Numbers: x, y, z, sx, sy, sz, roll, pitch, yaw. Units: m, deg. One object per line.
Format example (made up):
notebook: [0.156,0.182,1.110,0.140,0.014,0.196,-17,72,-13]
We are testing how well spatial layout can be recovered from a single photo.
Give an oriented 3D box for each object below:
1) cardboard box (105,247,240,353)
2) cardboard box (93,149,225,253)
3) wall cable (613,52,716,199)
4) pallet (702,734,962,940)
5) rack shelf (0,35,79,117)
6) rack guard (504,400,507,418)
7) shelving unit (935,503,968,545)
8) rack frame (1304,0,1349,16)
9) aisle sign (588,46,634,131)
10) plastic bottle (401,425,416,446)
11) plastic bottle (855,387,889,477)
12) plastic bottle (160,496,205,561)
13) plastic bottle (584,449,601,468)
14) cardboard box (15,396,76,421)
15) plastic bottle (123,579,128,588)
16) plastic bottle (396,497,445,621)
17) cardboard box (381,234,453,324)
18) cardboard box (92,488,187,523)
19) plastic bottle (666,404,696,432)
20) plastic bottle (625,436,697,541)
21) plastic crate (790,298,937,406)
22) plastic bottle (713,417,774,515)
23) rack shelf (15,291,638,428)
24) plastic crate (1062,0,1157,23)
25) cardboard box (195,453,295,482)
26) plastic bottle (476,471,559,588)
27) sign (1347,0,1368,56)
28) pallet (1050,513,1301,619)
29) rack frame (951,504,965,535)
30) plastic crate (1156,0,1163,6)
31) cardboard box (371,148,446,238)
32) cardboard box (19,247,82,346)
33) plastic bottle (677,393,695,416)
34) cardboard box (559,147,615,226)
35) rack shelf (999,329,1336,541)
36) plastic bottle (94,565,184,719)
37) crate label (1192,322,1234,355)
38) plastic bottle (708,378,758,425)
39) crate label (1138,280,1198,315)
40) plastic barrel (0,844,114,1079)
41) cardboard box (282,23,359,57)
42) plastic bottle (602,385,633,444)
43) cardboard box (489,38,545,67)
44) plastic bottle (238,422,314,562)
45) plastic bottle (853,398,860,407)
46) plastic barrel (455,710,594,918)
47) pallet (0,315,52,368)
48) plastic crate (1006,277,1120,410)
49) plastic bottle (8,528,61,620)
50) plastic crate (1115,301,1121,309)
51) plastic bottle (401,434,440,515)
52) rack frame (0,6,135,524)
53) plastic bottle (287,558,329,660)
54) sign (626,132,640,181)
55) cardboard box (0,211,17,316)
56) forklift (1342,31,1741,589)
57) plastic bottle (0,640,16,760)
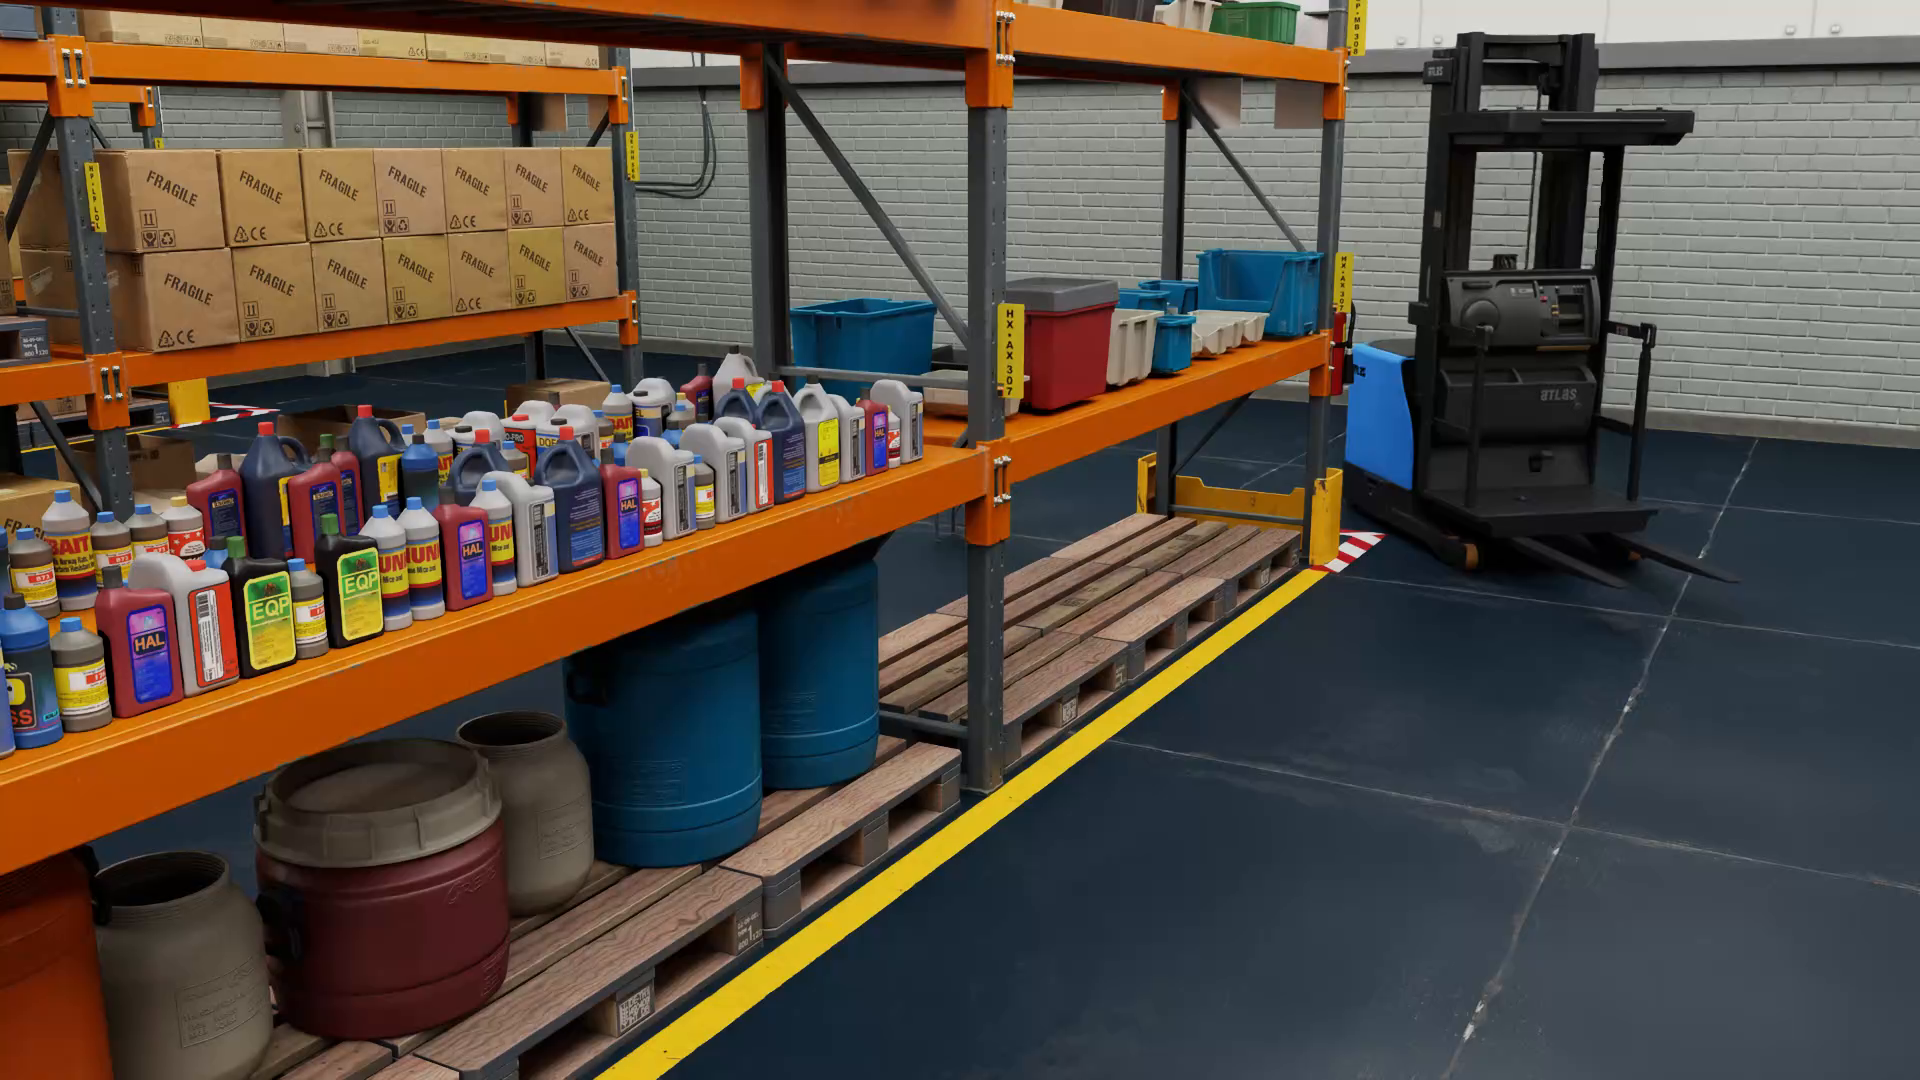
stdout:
cardboard box: [-4.155,-1.266,8.672,0.500,0.500,0.500,8,16,30]
cardboard box: [-4.166,-1.743,8.518,0.500,0.500,0.500,8,16,29]
wall cable: [-3.997,-5.052,18.413,3.097,2.526,0.112,7,15,28]
pallet: [-0.715,0.927,5.737,1.003,0.211,1.213,7,15,28]
rack shelf: [-5.607,-1.842,6.409,1.077,0.370,4.000,7,15,28]
rack guard: [-2.743,-0.734,12.010,1.175,0.500,0.348,7,15,28]
shelving unit: [0.004,-0.439,9.935,0.258,0.900,0.210,7,15,28]
rack frame: [1.628,-4.319,8.748,1.000,3.000,0.127,7,15,28]
aisle sign: [-2.405,-3.208,11.391,0.394,0.787,0.004,7,15,28]
plastic bottle: [-1.550,-0.189,4.693,0.097,0.271,0.097,0,14,0]
plastic bottle: [-0.285,-0.355,5.355,0.061,0.283,0.133,7,15,28]
plastic bottle: [-1.904,-0.005,4.077,0.097,0.201,0.097,0,14,0]
plastic bottle: [-0.961,-0.101,4.326,0.097,0.271,0.097,0,14,0]
cardboard box: [-7.537,-1.256,13.282,0.700,0.500,0.500,7,15,28]
plastic bottle: [-1.642,0.178,3.319,0.097,0.201,0.097,0,14,0]
plastic bottle: [-1.220,0.039,3.746,0.097,0.271,0.097,0,14,0]
cardboard box: [-3.422,-1.578,9.967,0.500,0.500,0.500,7,15,27]
cardboard box: [-4.248,-0.112,8.897,0.500,0.311,0.500,7,15,28]
plastic bottle: [-0.922,-0.348,5.501,0.097,0.201,0.097,0,14,0]
plastic bottle: [-0.811,-0.150,4.522,0.152,0.276,0.135,7,15,28]
plastic crate: [-0.378,-0.738,6.599,0.392,0.384,0.575,7,15,28]
plastic bottle: [-0.634,-0.226,4.834,0.152,0.276,0.135,7,15,28]
rack shelf: [-3.673,-1.204,10.164,1.077,0.370,4.000,7,15,28]
plastic crate: [0.535,-2.200,6.639,0.497,0.269,0.590,7,15,28]
cardboard box: [-4.250,-0.353,9.898,0.500,0.311,0.500,7,15,28]
plastic bottle: [-1.077,-0.038,4.054,0.152,0.276,0.135,7,15,28]
sign: [2.118,-2.751,8.867,0.100,0.325,0.005,7,15,28]
pallet: [1.196,0.118,9.094,1.003,0.211,1.213,7,15,28]
rack frame: [0.053,-0.460,10.022,0.240,0.900,0.006,7,15,28]
plastic crate: [0.649,-2.548,7.936,0.504,0.338,0.767,7,15,28]
cardboard box: [-3.419,-2.061,9.834,0.500,0.500,0.500,8,16,30]
cardboard box: [-4.623,-1.324,8.912,0.500,0.500,0.500,8,16,29]
plastic bottle: [-0.961,-0.405,5.738,0.097,0.201,0.097,0,14,0]
cardboard box: [-2.681,-2.377,11.145,0.500,0.500,0.500,7,15,28]
rack shelf: [0.661,-0.642,7.833,1.077,0.370,4.000,7,15,28]
plastic bottle: [-1.548,0.181,3.131,0.061,0.283,0.133,7,15,28]
crate label: [1.126,-0.998,8.207,0.396,0.136,0.243,7,15,28]
plastic bottle: [-0.679,-0.311,5.027,0.144,0.351,0.185,7,15,28]
crate label: [1.221,-1.337,9.408,0.416,0.233,0.303,7,15,28]
plastic barrel: [-2.018,0.987,3.272,0.600,0.830,0.708,7,15,28]
cardboard box: [-3.700,-2.805,9.190,0.500,0.250,0.500,7,15,28]
plastic bottle: [-1.120,-0.372,5.450,0.097,0.271,0.097,0,14,0]
cardboard box: [-2.975,-3.113,10.466,0.500,0.250,0.500,7,15,28]
plastic bottle: [-1.751,-0.131,4.282,0.144,0.351,0.185,7,15,28]
plastic bottle: [-0.331,-0.378,5.626,0.097,0.201,0.097,0,14,0]
plastic barrel: [-1.277,0.784,4.793,0.421,0.512,0.421,0,14,0]
pallet: [-5.122,-0.899,7.772,1.003,0.211,1.213,7,15,28]
plastic crate: [0.346,-0.797,6.674,0.402,0.464,0.583,7,15,28]
plastic bottle: [-2.093,0.075,3.745,0.097,0.201,0.097,0,14,0]
plastic crate: [0.584,-1.067,8.287,0.416,0.233,0.300,7,15,28]
plastic bottle: [-1.470,-0.153,4.542,0.097,0.271,0.097,0,14,0]
rack frame: [-4.640,-1.144,8.378,1.000,3.000,0.127,7,15,28]
plastic bottle: [-1.379,0.140,3.475,0.097,0.201,0.097,0,14,0]
sign: [-2.230,-2.614,11.331,0.100,0.325,0.005,7,15,28]
cardboard box: [-5.065,-1.325,8.019,0.700,0.500,0.500,2,14,9]
forklift: [3.272,-1.339,9.332,1.130,2.935,3.031,-2,14,-10]
plastic bottle: [-1.747,0.247,2.874,0.152,0.276,0.135,7,15,28]
